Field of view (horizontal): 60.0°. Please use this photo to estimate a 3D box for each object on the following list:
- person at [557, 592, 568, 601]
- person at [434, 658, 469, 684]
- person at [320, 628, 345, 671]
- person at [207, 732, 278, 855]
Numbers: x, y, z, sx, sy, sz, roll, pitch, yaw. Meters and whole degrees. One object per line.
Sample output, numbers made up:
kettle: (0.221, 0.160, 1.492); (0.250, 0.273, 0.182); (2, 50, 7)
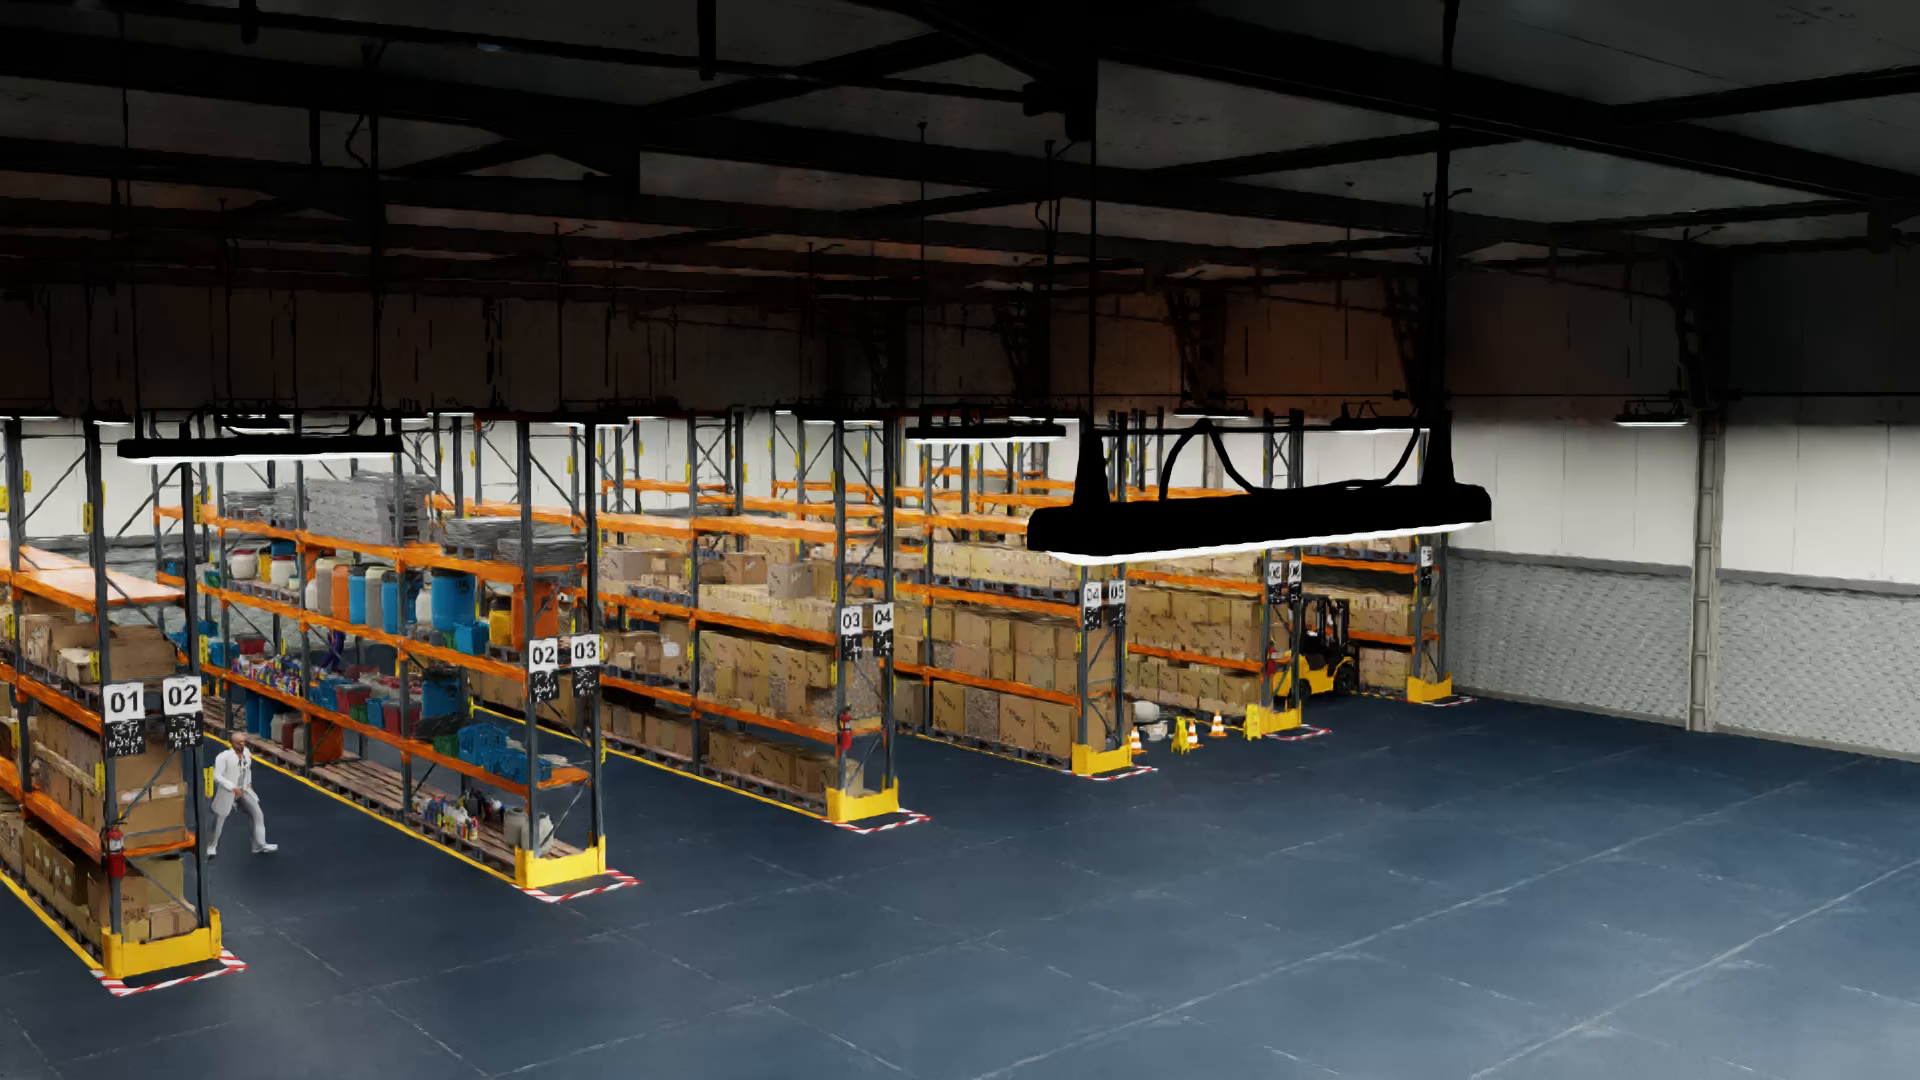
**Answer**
person: (-10.115, 1.857, 41.873); (0.531, 1.600, 0.944); (-2, 5, -20)
person: (-9.677, 2.689, 31.687); (0.677, 1.742, 0.552); (-5, 7, -43)
person: (-14.269, 2.194, 37.810); (0.504, 1.640, 0.650); (1, 5, 8)
person: (-9.962, 3.461, 22.810); (0.901, 1.713, 0.724); (3, 6, 32)
